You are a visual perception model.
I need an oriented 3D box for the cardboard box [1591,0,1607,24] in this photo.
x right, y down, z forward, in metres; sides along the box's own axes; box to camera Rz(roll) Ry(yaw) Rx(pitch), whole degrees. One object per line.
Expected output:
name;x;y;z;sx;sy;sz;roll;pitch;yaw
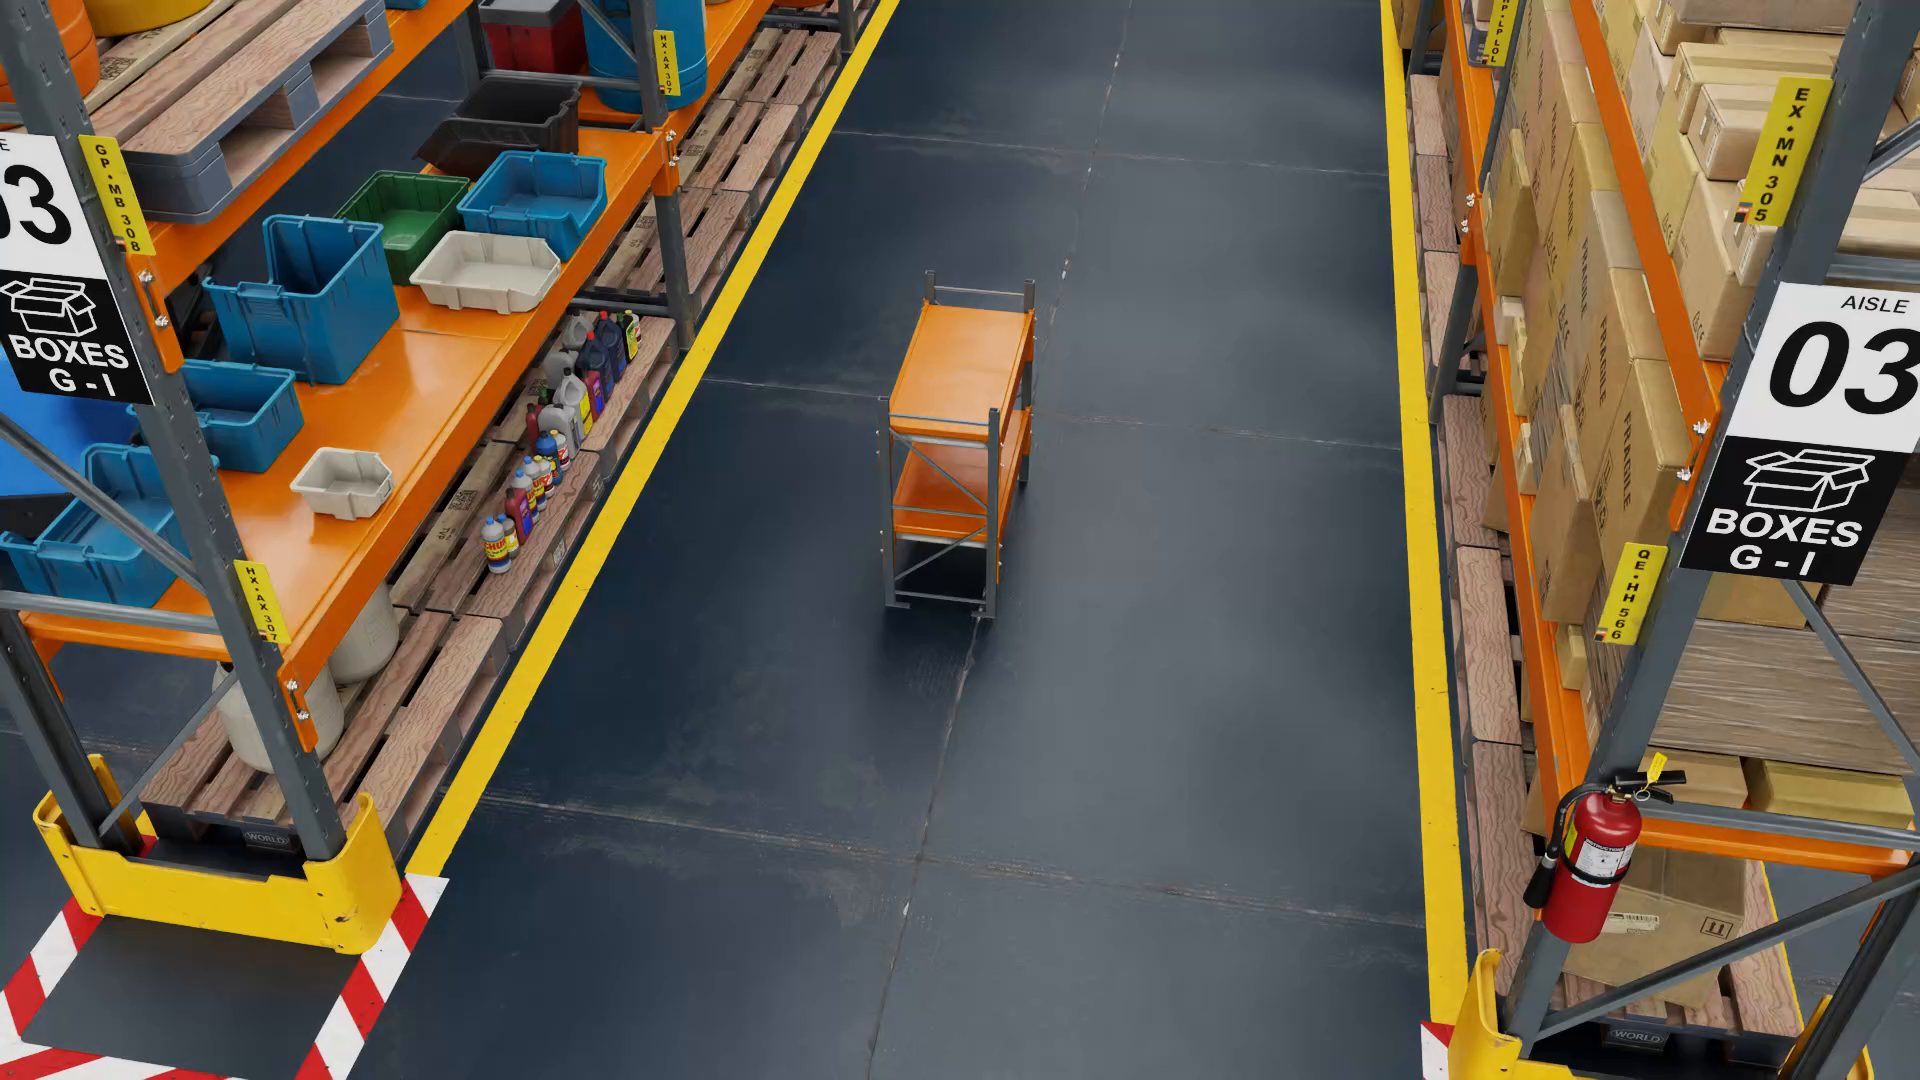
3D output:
cardboard box;2.402;-1.931;5.592;0.500;0.250;0.500;5;40;6

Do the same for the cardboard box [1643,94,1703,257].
cardboard box;2.140;-0.962;4.421;0.500;0.250;0.500;7;40;8

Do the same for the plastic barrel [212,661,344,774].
plastic barrel;-2.617;0.609;6.379;0.421;0.512;0.421;0;40;0

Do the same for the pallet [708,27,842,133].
pallet;-1.443;-3.230;11.588;1.003;0.211;1.213;6;40;8

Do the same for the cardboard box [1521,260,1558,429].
cardboard box;2.541;-0.664;5.984;0.875;0.500;0.500;6;40;8

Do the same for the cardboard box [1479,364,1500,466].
cardboard box;2.806;-0.682;7.950;0.500;0.500;0.500;5;40;6

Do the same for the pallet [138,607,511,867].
pallet;-2.543;0.746;6.778;1.003;0.211;1.213;6;40;8

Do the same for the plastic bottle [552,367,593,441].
plastic bottle;-1.880;-0.666;8.032;0.144;0.351;0.185;6;40;7

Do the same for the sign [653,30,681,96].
sign;-1.423;-2.316;8.076;0.100;0.325;0.005;6;40;8

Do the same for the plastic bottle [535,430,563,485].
plastic bottle;-1.923;-0.393;7.764;0.097;0.271;0.097;0;40;0

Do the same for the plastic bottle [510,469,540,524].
plastic bottle;-1.975;-0.203;7.534;0.097;0.271;0.097;0;40;0

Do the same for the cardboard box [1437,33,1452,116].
cardboard box;3.511;-3.024;10.767;0.700;0.500;0.500;4;40;5

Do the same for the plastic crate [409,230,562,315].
plastic crate;-1.995;-1.128;7.064;0.530;0.136;0.437;6;40;8

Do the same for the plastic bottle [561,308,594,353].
plastic bottle;-1.933;-1.005;8.442;0.144;0.351;0.185;6;40;8

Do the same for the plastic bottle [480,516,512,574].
plastic bottle;-2.035;0.012;7.274;0.097;0.271;0.097;0;40;0

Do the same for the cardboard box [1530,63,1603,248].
cardboard box;2.415;-1.387;6.074;0.500;0.500;0.500;6;40;8

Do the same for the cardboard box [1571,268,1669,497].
cardboard box;2.156;-0.445;4.935;0.500;0.500;0.500;6;40;8

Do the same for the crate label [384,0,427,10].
crate label;-2.006;-2.003;5.678;0.502;0.251;0.408;6;40;8

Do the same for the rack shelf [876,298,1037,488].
rack shelf;0.001;-0.663;7.307;0.538;0.278;1.000;6;40;8

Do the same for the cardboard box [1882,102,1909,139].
cardboard box;2.644;-0.916;4.365;0.500;0.250;0.500;6;40;7

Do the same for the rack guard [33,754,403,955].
rack guard;-2.689;1.144;6.070;1.175;0.500;0.348;6;40;8

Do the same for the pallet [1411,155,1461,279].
pallet;3.257;-1.912;9.994;1.003;0.211;1.213;6;40;8

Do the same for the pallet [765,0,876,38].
pallet;-1.176;-4.211;12.775;1.003;0.211;1.213;6;40;8

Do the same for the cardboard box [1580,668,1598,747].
cardboard box;2.113;0.518;5.063;0.380;0.149;0.250;6;40;8

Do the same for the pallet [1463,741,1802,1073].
pallet;2.411;1.301;6.108;1.003;0.211;1.213;6;40;8

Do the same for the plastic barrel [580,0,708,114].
plastic barrel;-1.598;-2.679;8.339;0.600;0.901;0.708;6;40;8

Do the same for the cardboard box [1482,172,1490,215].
cardboard box;2.582;-1.532;7.543;0.380;0.149;0.250;6;40;8

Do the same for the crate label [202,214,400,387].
crate label;-2.603;-0.965;6.632;0.502;0.435;0.616;6;40;8

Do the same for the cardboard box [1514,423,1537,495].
cardboard box;2.225;-0.278;6.026;0.380;0.149;0.250;6;40;8

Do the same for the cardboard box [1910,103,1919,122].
cardboard box;2.561;-0.943;4.085;0.380;0.149;0.250;6;40;7

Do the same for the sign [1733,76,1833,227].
sign;1.680;-0.791;3.401;0.100;0.325;0.005;6;40;8

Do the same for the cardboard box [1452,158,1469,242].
cardboard box;3.240;-1.968;9.489;0.700;0.500;0.500;3;40;4

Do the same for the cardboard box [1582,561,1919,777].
cardboard box;2.345;0.285;4.837;0.875;0.500;0.500;6;40;8

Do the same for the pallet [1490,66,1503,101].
pallet;3.191;-2.120;8.207;1.003;0.211;1.213;6;40;8

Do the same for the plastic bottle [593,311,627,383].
plastic bottle;-1.791;-0.989;8.423;0.144;0.351;0.185;5;40;6

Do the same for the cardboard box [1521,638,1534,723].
cardboard box;2.544;0.422;6.615;0.500;0.500;0.500;10;41;12

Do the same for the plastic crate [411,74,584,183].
plastic crate;-2.179;-1.938;7.886;0.767;0.338;0.504;6;40;8

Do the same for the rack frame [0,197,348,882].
rack frame;-2.655;0.234;5.210;1.000;3.000;0.127;6;40;8

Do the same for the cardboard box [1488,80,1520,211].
cardboard box;2.776;-1.608;7.126;0.875;0.500;0.500;6;40;8

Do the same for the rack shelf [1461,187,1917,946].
rack shelf;2.569;-0.198;6.297;1.077;0.370;4.000;6;40;8

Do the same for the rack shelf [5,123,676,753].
rack shelf;-2.309;-0.744;6.957;1.077;0.370;4.000;6;40;8

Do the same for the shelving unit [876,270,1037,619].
shelving unit;0.001;-0.438;7.494;0.538;1.125;1.048;6;40;8

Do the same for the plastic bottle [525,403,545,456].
plastic bottle;-2.017;-0.550;7.944;0.061;0.283;0.133;6;40;8

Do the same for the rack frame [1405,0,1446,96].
rack frame;3.607;-4.241;10.622;1.000;3.000;0.127;6;40;8

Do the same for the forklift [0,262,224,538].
forklift;-4.585;-2.036;8.009;1.130;2.935;3.031;-4;40;-4

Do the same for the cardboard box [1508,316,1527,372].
cardboard box;2.390;-0.745;6.590;0.380;0.149;0.250;6;40;8

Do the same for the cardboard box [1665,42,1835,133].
cardboard box;2.083;-1.175;4.365;0.380;0.149;0.250;7;40;8

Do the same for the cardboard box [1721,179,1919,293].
cardboard box;1.964;-0.681;3.767;0.380;0.149;0.250;6;40;8

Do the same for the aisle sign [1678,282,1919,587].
aisle sign;1.917;-0.216;3.714;0.394;0.787;0.004;6;40;8
